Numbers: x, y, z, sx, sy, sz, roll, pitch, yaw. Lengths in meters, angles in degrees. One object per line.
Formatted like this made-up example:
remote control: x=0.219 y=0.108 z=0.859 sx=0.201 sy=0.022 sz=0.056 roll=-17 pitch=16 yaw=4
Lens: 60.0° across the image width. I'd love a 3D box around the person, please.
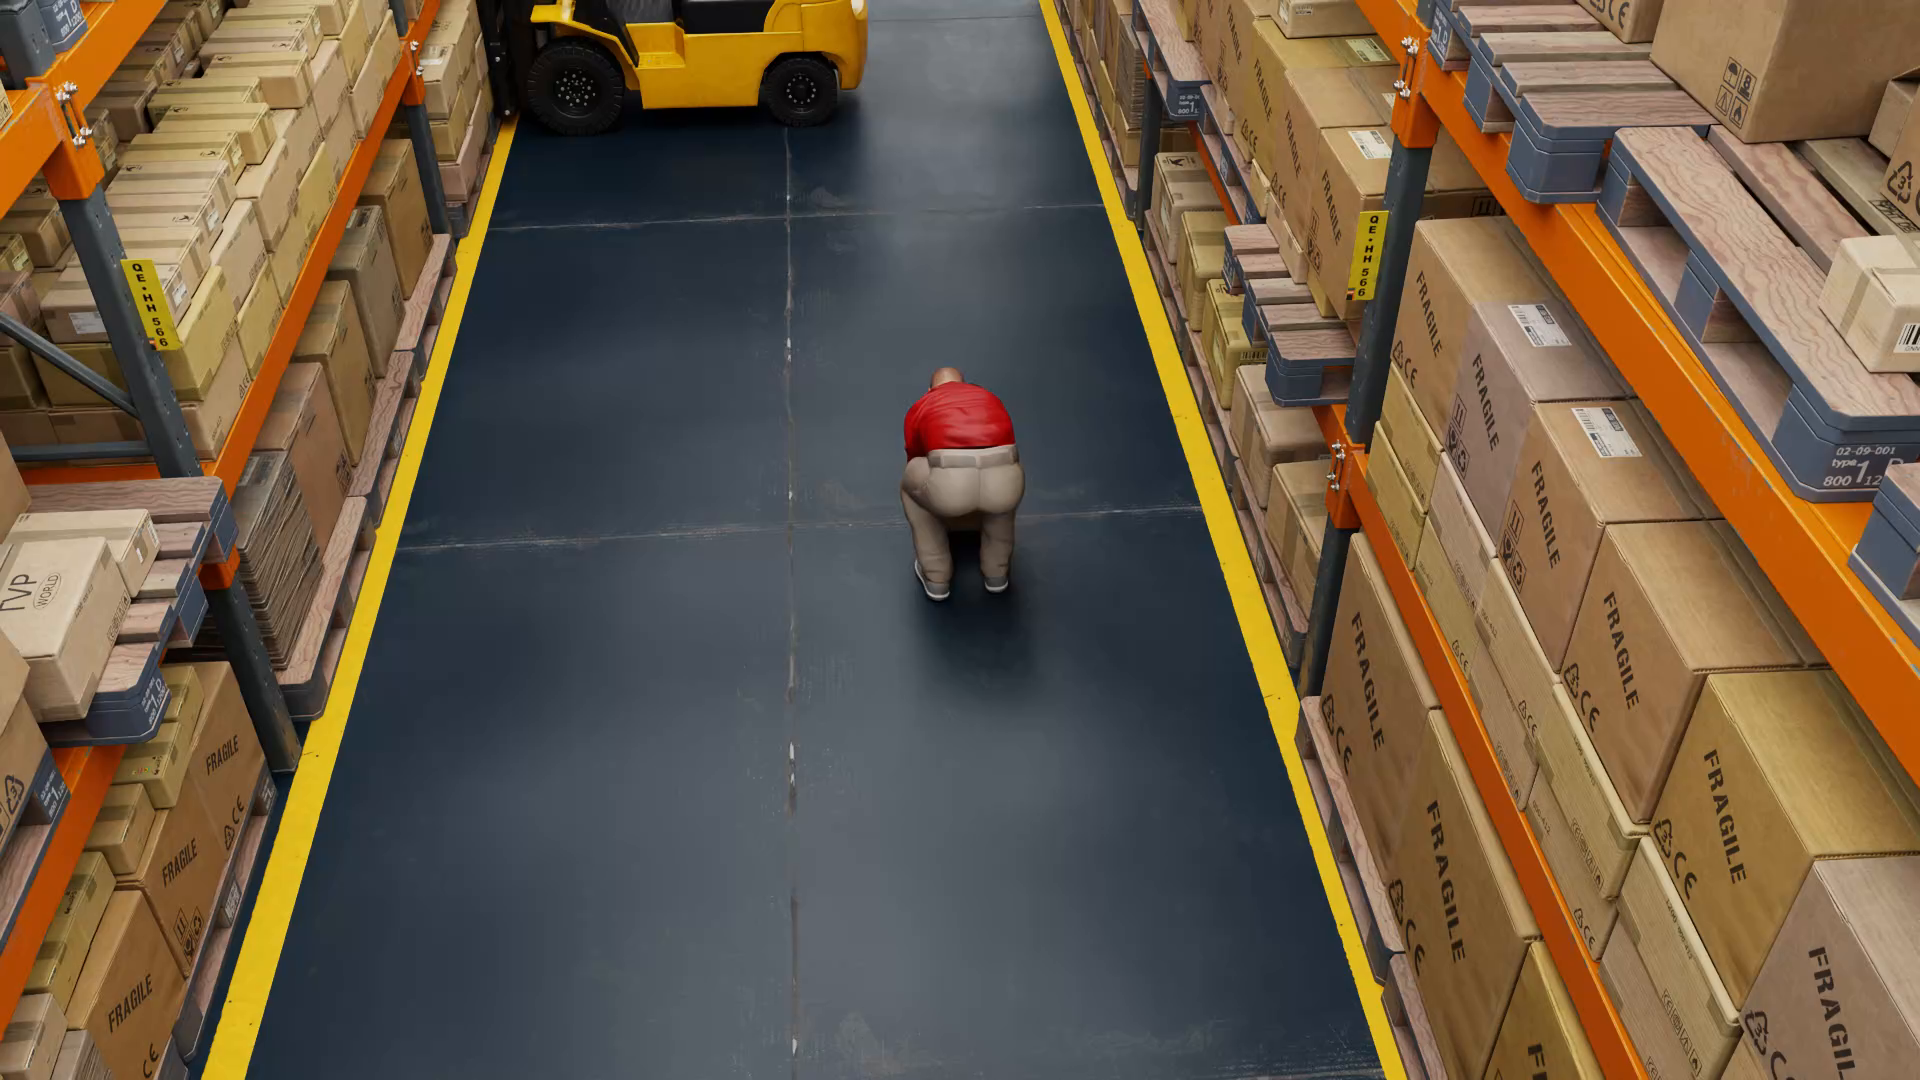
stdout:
person: x=0.002 y=-0.264 z=7.189 sx=0.536 sy=0.878 sz=0.956 roll=-5 pitch=39 yaw=-6
